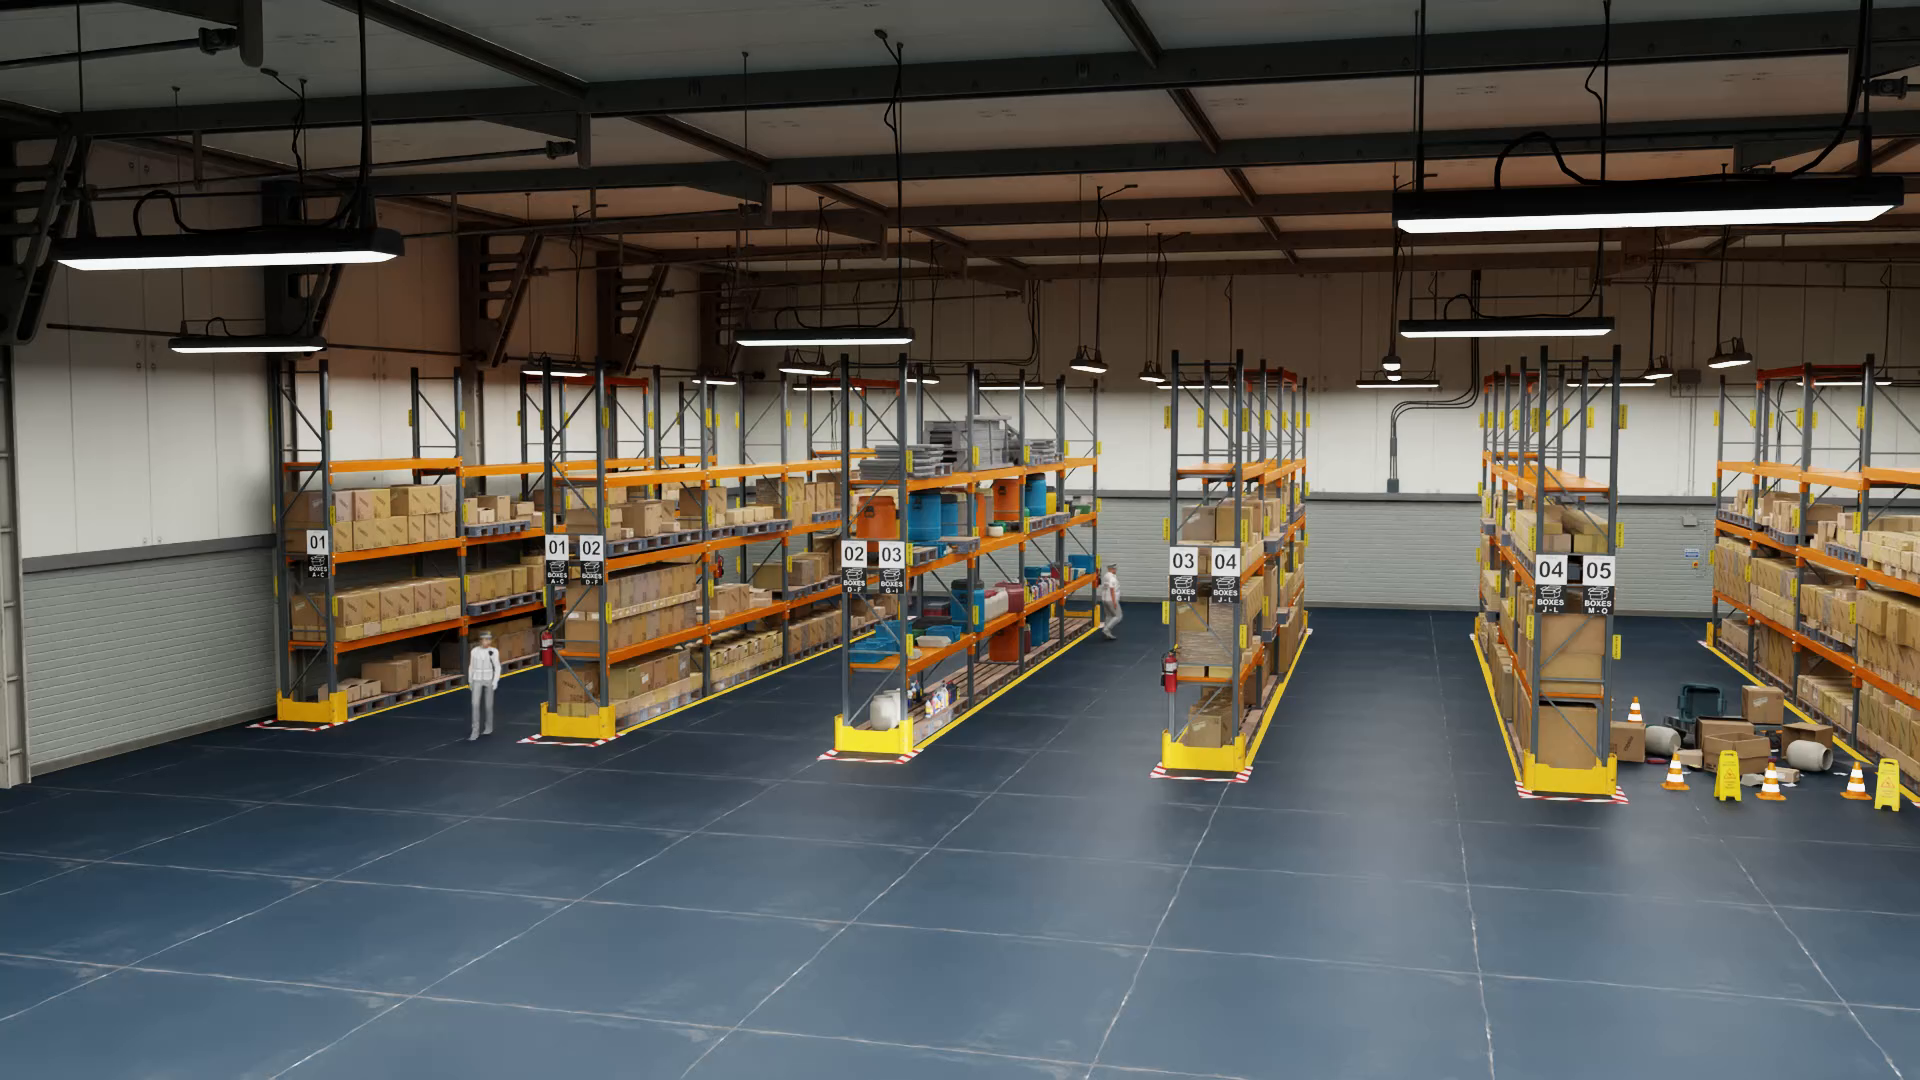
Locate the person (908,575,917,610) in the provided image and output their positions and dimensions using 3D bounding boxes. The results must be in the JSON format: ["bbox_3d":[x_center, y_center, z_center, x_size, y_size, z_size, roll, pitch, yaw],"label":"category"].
[{"bbox_3d":[-1.337,0.985,43.969,0.554,1.653,1.103,-2,5,-27],"label":"person"}]

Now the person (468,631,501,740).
[{"bbox_3d":[-7.526,2.288,26.298,0.507,1.672,0.732,-1,4,-13],"label":"person"}]

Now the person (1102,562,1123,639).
[{"bbox_3d":[3.409,1.393,37.971,0.495,1.760,0.576,-1,4,-17],"label":"person"}]
